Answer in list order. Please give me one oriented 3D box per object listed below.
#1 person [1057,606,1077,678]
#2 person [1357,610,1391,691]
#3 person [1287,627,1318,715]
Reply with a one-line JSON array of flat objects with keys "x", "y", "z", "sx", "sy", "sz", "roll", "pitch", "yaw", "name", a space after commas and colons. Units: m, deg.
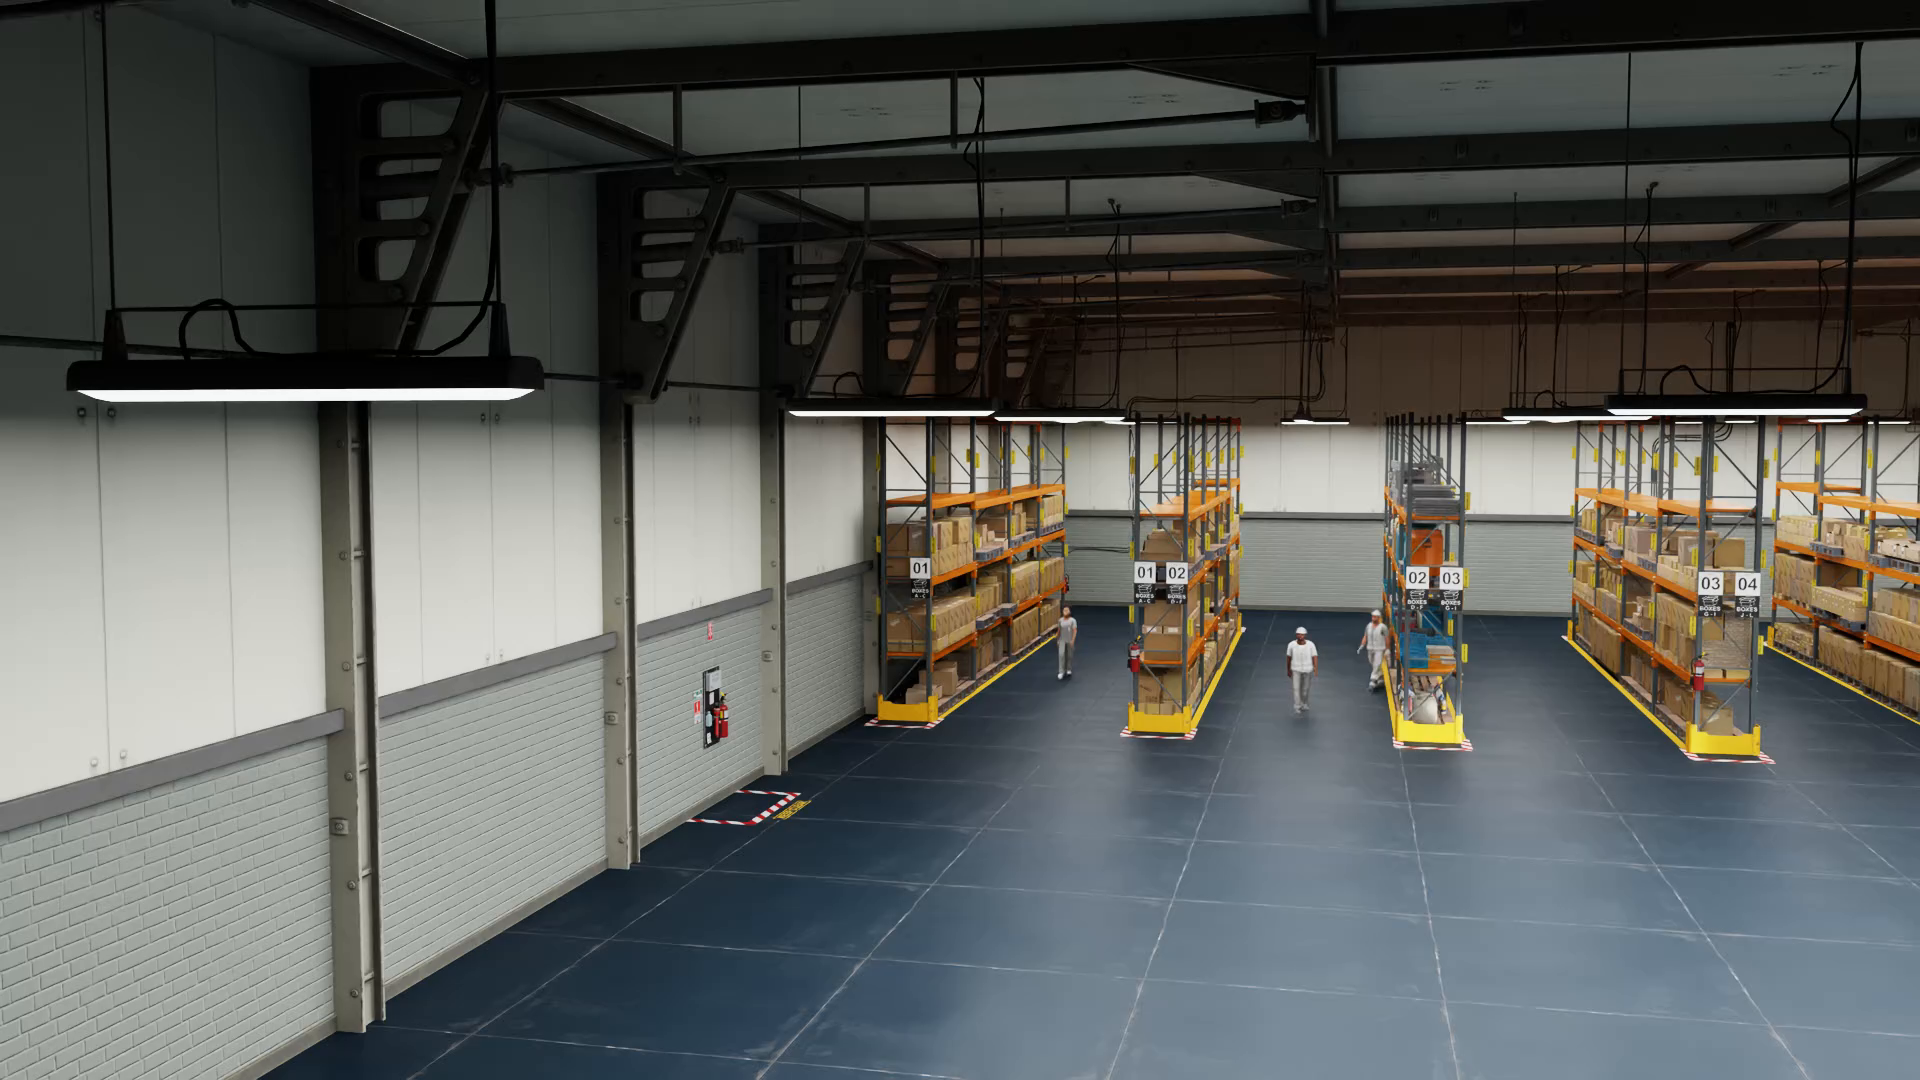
[{"x": 2.442, "y": 2.317, "z": 38.016, "sx": 0.461, "sy": 1.599, "sz": 1.044, "roll": 0, "pitch": 4, "yaw": 3, "name": "person"}, {"x": 9.002, "y": 2.386, "z": 36.167, "sx": 0.634, "sy": 1.723, "sz": 1.078, "roll": 3, "pitch": 5, "yaw": 38, "name": "person"}, {"x": 6.829, "y": 2.601, "z": 33.160, "sx": 0.595, "sy": 1.716, "sz": 1.031, "roll": 1, "pitch": 4, "yaw": 9, "name": "person"}]
